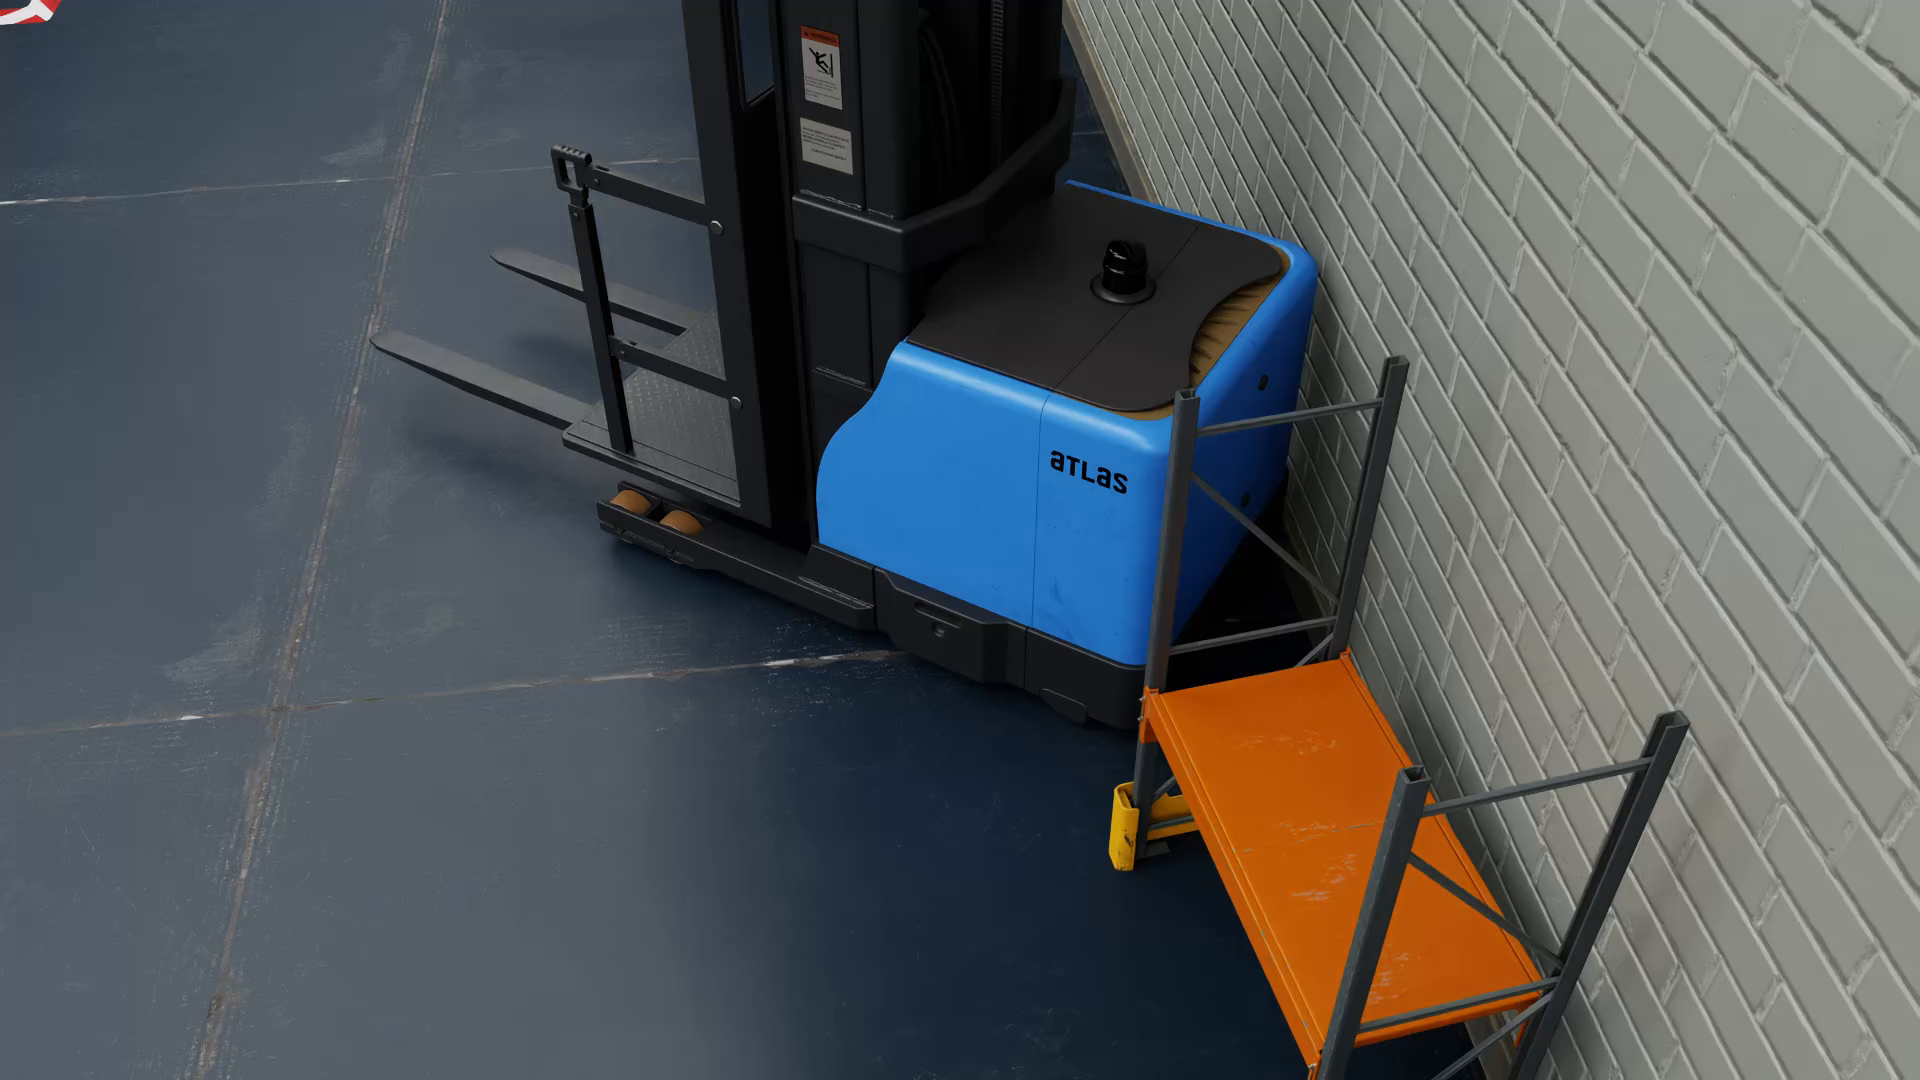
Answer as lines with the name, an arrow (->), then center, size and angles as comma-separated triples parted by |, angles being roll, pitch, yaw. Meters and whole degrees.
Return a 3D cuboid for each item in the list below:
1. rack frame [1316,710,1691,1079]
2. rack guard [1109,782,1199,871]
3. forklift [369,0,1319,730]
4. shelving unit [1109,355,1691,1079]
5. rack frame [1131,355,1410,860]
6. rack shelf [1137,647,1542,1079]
rack frame -> 0.934, 0.885, 3.149 | 0.500, 1.500, 0.032 | -10, 43, -11
rack guard -> 0.679, 0.691, 4.298 | 0.587, 0.250, 0.087 | -10, 43, -11
forklift -> -0.542, -1.297, 4.500 | 3.031, 2.935, 1.130 | 21, 46, 22
shelving unit -> 0.804, 0.550, 3.521 | 0.587, 1.500, 1.083 | -10, 43, -11
rack frame -> 0.678, 0.226, 3.880 | 0.500, 1.500, 0.032 | -10, 43, -11
rack shelf -> 0.806, 0.689, 3.635 | 0.538, 0.185, 1.000 | -10, 43, -11
